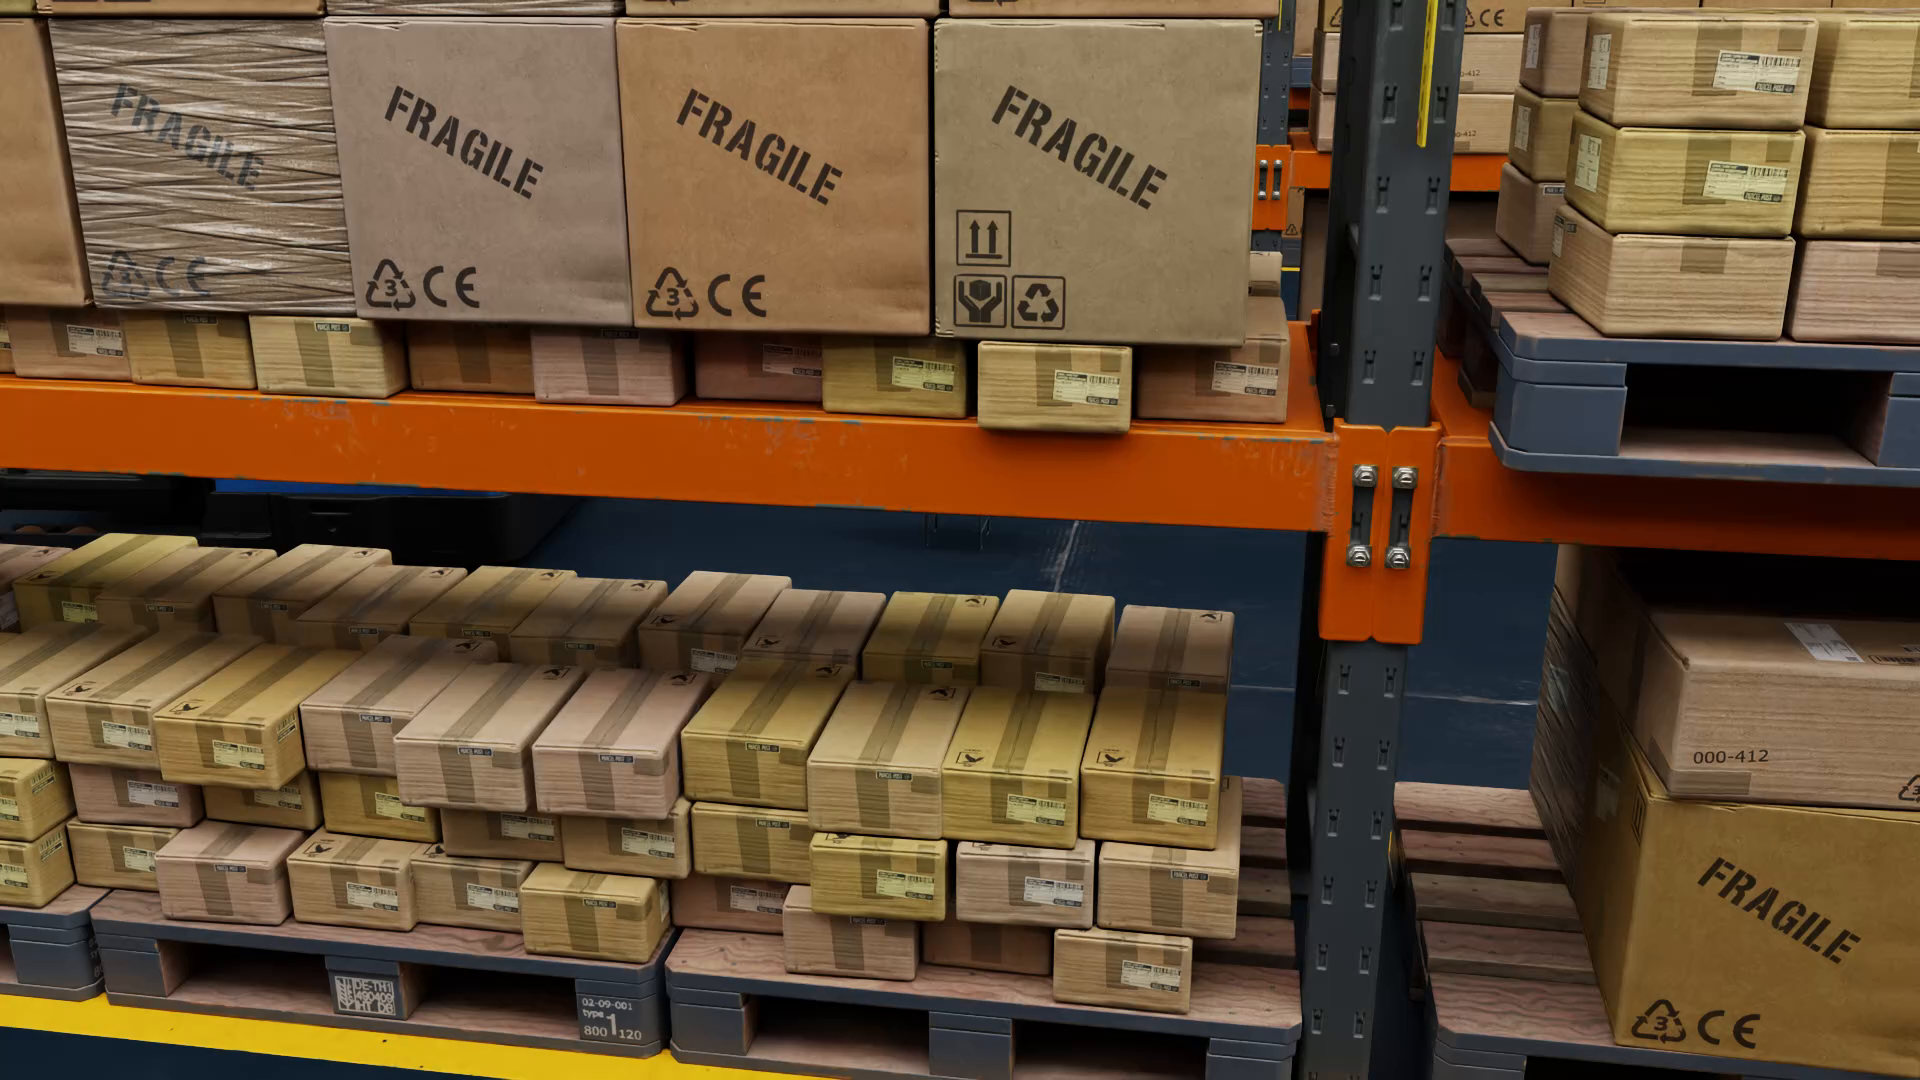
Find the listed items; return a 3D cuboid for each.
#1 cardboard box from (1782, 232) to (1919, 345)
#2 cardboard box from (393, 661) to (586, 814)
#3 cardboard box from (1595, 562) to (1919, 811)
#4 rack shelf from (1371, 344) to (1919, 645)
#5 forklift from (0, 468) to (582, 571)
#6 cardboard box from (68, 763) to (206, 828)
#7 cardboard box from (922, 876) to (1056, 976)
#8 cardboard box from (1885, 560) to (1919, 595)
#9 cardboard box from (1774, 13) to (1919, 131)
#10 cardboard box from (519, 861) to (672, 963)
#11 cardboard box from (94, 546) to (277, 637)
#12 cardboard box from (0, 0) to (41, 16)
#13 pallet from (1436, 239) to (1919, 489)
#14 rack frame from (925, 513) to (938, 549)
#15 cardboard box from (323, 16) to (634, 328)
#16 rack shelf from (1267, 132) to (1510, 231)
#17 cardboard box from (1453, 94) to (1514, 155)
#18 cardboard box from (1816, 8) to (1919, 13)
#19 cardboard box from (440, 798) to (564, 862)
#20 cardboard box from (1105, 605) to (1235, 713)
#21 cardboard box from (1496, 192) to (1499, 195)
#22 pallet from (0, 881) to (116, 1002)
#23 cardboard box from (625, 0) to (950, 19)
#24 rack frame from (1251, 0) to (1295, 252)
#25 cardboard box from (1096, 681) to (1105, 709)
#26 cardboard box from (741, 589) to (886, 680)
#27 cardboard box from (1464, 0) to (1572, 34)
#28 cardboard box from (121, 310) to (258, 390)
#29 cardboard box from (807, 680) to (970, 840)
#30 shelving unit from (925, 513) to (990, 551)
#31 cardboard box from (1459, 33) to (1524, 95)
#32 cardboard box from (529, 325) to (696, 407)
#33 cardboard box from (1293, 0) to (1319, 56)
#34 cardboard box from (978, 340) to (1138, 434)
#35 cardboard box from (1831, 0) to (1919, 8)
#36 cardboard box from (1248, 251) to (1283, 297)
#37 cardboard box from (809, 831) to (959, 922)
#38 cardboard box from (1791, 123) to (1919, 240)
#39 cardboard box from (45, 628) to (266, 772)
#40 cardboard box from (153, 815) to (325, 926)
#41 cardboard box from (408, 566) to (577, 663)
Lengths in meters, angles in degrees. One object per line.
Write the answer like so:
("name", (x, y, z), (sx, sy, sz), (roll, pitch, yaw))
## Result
("cardboard box", (1.359, -0.410, 2.534), (0.250, 0.149, 0.380), (3, 19, 10))
("cardboard box", (-0.924, 0.386, 3.316), (0.250, 0.149, 0.380), (2, 19, 7))
("cardboard box", (1.456, 0.245, 2.940), (0.500, 0.250, 0.500), (2, 19, 6))
("rack shelf", (2.743, -0.064, 2.900), (4.000, 0.370, 1.077), (3, 19, 9))
("forklift", (-3.026, -1.434, 5.970), (3.031, 2.935, 1.130), (1, 19, 3))
("cardboard box", (-1.674, 0.458, 3.569), (0.250, 0.149, 0.380), (2, 19, 6))
("cardboard box", (0.084, 0.695, 3.330), (0.250, 0.149, 0.380), (3, 19, 10))
("cardboard box", (2.049, 0.113, 3.333), (0.500, 0.250, 0.500), (4, 19, 11))
("cardboard box", (1.361, -0.692, 2.440), (0.250, 0.149, 0.380), (3, 19, 10))
("cardboard box", (-0.695, 0.682, 3.368), (0.250, 0.149, 0.380), (3, 19, 9))
("cardboard box", (-1.858, 0.148, 4.028), (0.250, 0.149, 0.380), (2, 19, 6))
("cardboard box", (-1.771, -1.207, 2.982), (0.500, 0.500, 0.500), (2, 19, 7))
("pallet", (1.500, -0.331, 2.866), (1.213, 0.211, 1.003), (3, 19, 9))
("rack frame", (-0.108, -0.432, 6.177), (0.006, 0.900, 0.240), (3, 19, 9))
("cardboard box", (-0.758, -0.682, 2.988), (0.500, 0.500, 0.500), (3, 19, 8))
("rack shelf", (3.428, -1.620, 7.550), (4.000, 0.370, 1.077), (3, 19, 9))
("cardboard box", (2.357, -1.860, 7.371), (0.500, 0.250, 0.500), (2, 19, 7))
("cardboard box", (1.716, -0.882, 3.008), (0.250, 0.149, 0.380), (2, 19, 7))
("cardboard box", (-0.878, 0.502, 3.437), (0.250, 0.149, 0.380), (2, 19, 6))
("cardboard box", (0.461, 0.283, 3.624), (0.250, 0.149, 0.380), (4, 19, 11))
("cardboard box", (2.972, -1.204, 7.861), (0.875, 0.875, 0.875), (3, 19, 10))
("pallet", (-2.310, 0.671, 3.965), (1.213, 0.211, 1.003), (3, 19, 9))
("cardboard box", (-0.250, -1.132, 2.756), (0.500, 0.500, 0.500), (2, 19, 7))
("rack frame", (1.454, -2.062, 7.737), (0.127, 3.000, 1.000), (3, 19, 9))
("cardboard box", (0.197, 0.403, 3.734), (0.250, 0.149, 0.380), (3, 19, 9))
("cardboard box", (-0.320, 0.247, 3.731), (0.250, 0.149, 0.380), (2, 19, 7))
("cardboard box", (2.349, -2.454, 7.177), (0.500, 0.500, 0.500), (3, 19, 8))
("cardboard box", (-1.365, -0.406, 3.186), (0.250, 0.149, 0.380), (4, 19, 11))
("cardboard box", (-0.130, 0.418, 3.220), (0.250, 0.149, 0.380), (3, 19, 8))
("shelving unit", (-0.008, -0.427, 6.162), (0.210, 0.900, 0.258), (3, 19, 9))
("cardboard box", (2.363, -2.100, 7.299), (0.500, 0.250, 0.500), (3, 19, 10))
("cardboard box", (-0.601, -0.364, 3.058), (0.250, 0.149, 0.380), (2, 19, 6))
("cardboard box", (2.679, -3.769, 12.021), (0.500, 0.500, 0.700), (3, 19, 10))
("cardboard box", (0.177, -0.306, 2.887), (0.250, 0.149, 0.380), (2, 19, 7))
("cardboard box", (3.854, -2.376, 6.944), (0.500, 0.500, 0.500), (3, 19, 9))
("cardboard box", (0.540, -0.503, 3.476), (0.250, 0.149, 0.380), (4, 19, 11))
("cardboard box", (-0.130, 0.572, 3.228), (0.250, 0.149, 0.380), (2, 19, 7))
("cardboard box", (1.340, -0.550, 2.486), (0.250, 0.149, 0.380), (3, 19, 8))
("cardboard box", (-1.668, 0.329, 3.486), (0.250, 0.149, 0.380), (4, 19, 11))
("cardboard box", (-1.463, 0.640, 3.493), (0.250, 0.149, 0.380), (2, 19, 6))
("cardboard box", (-1.078, 0.196, 3.883), (0.250, 0.149, 0.380), (3, 19, 9))
